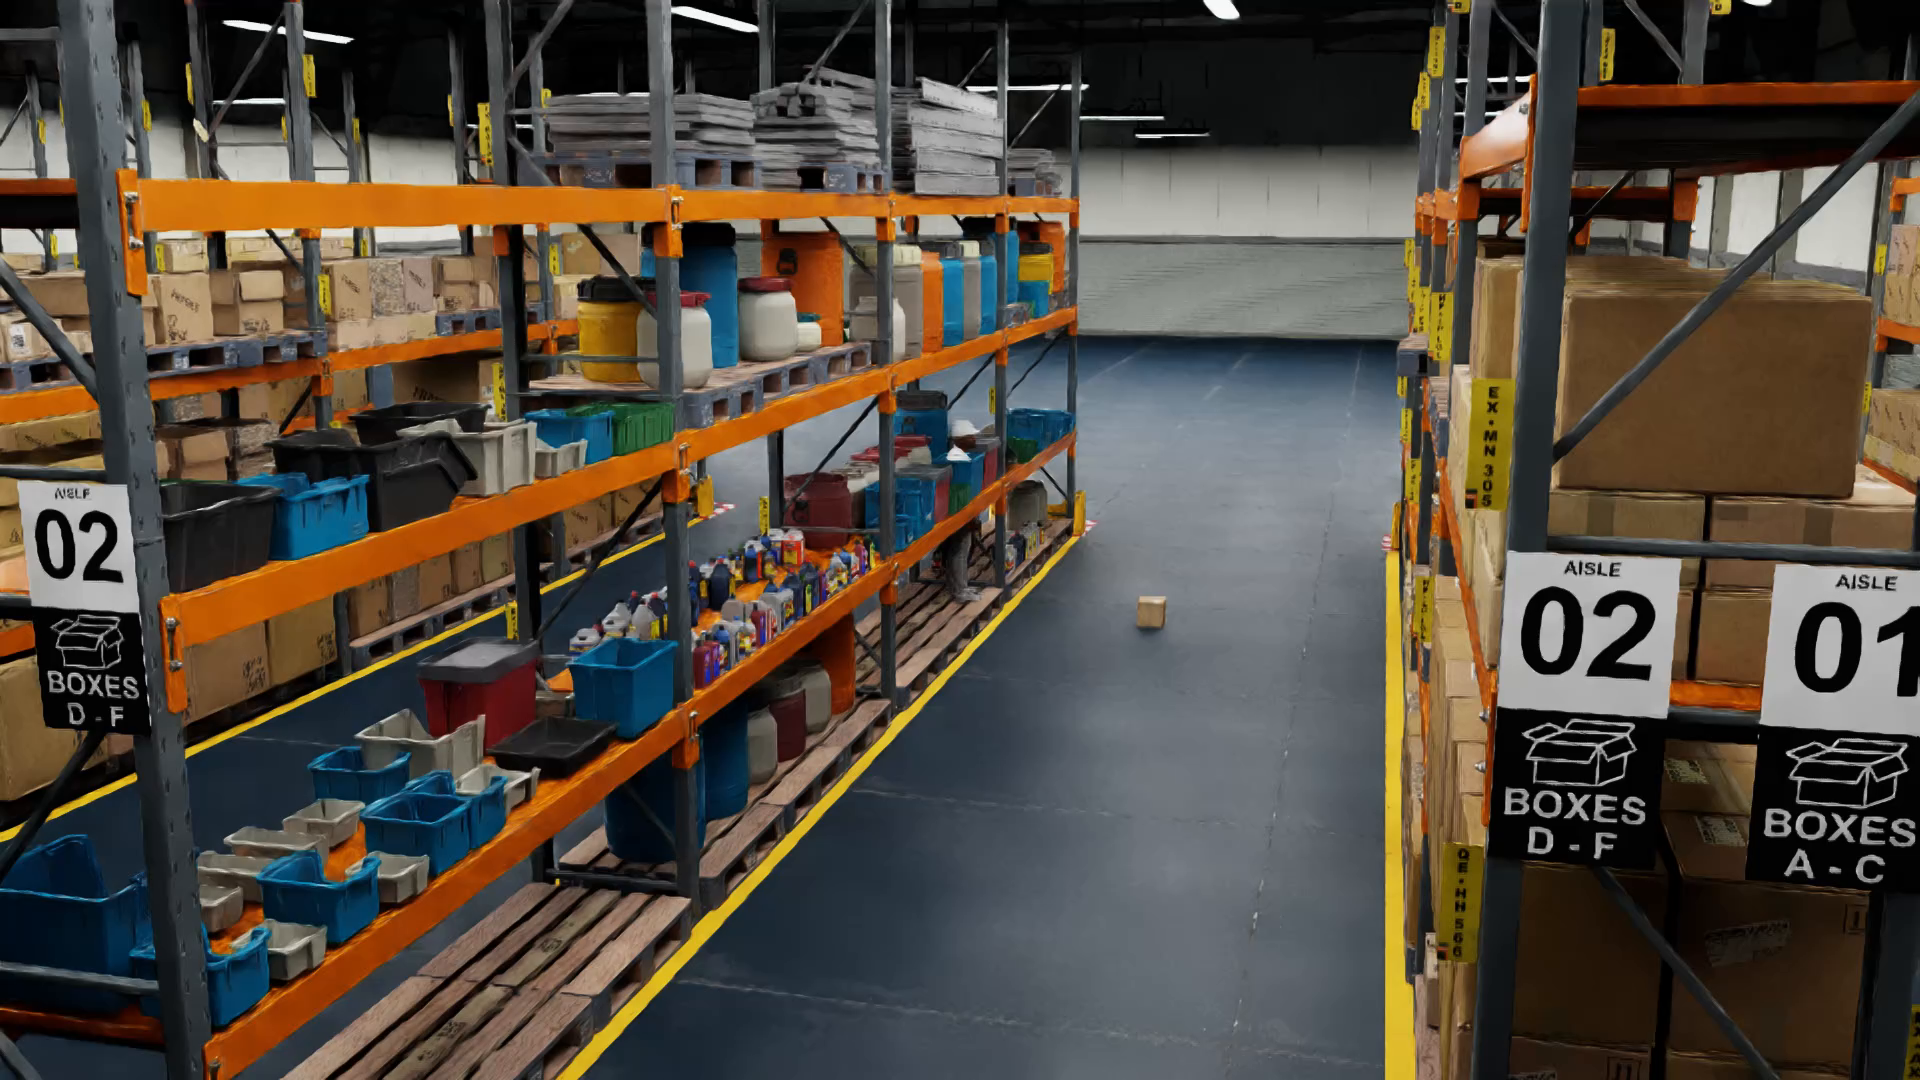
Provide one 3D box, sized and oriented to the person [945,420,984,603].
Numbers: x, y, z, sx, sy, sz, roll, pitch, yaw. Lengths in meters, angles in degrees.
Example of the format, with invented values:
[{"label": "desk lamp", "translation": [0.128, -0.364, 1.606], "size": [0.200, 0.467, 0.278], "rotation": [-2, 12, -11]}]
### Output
[{"label": "person", "translation": [0.031, -0.297, 16.201], "size": [0.422, 1.766, 0.579], "rotation": [2, 12, 11]}]
